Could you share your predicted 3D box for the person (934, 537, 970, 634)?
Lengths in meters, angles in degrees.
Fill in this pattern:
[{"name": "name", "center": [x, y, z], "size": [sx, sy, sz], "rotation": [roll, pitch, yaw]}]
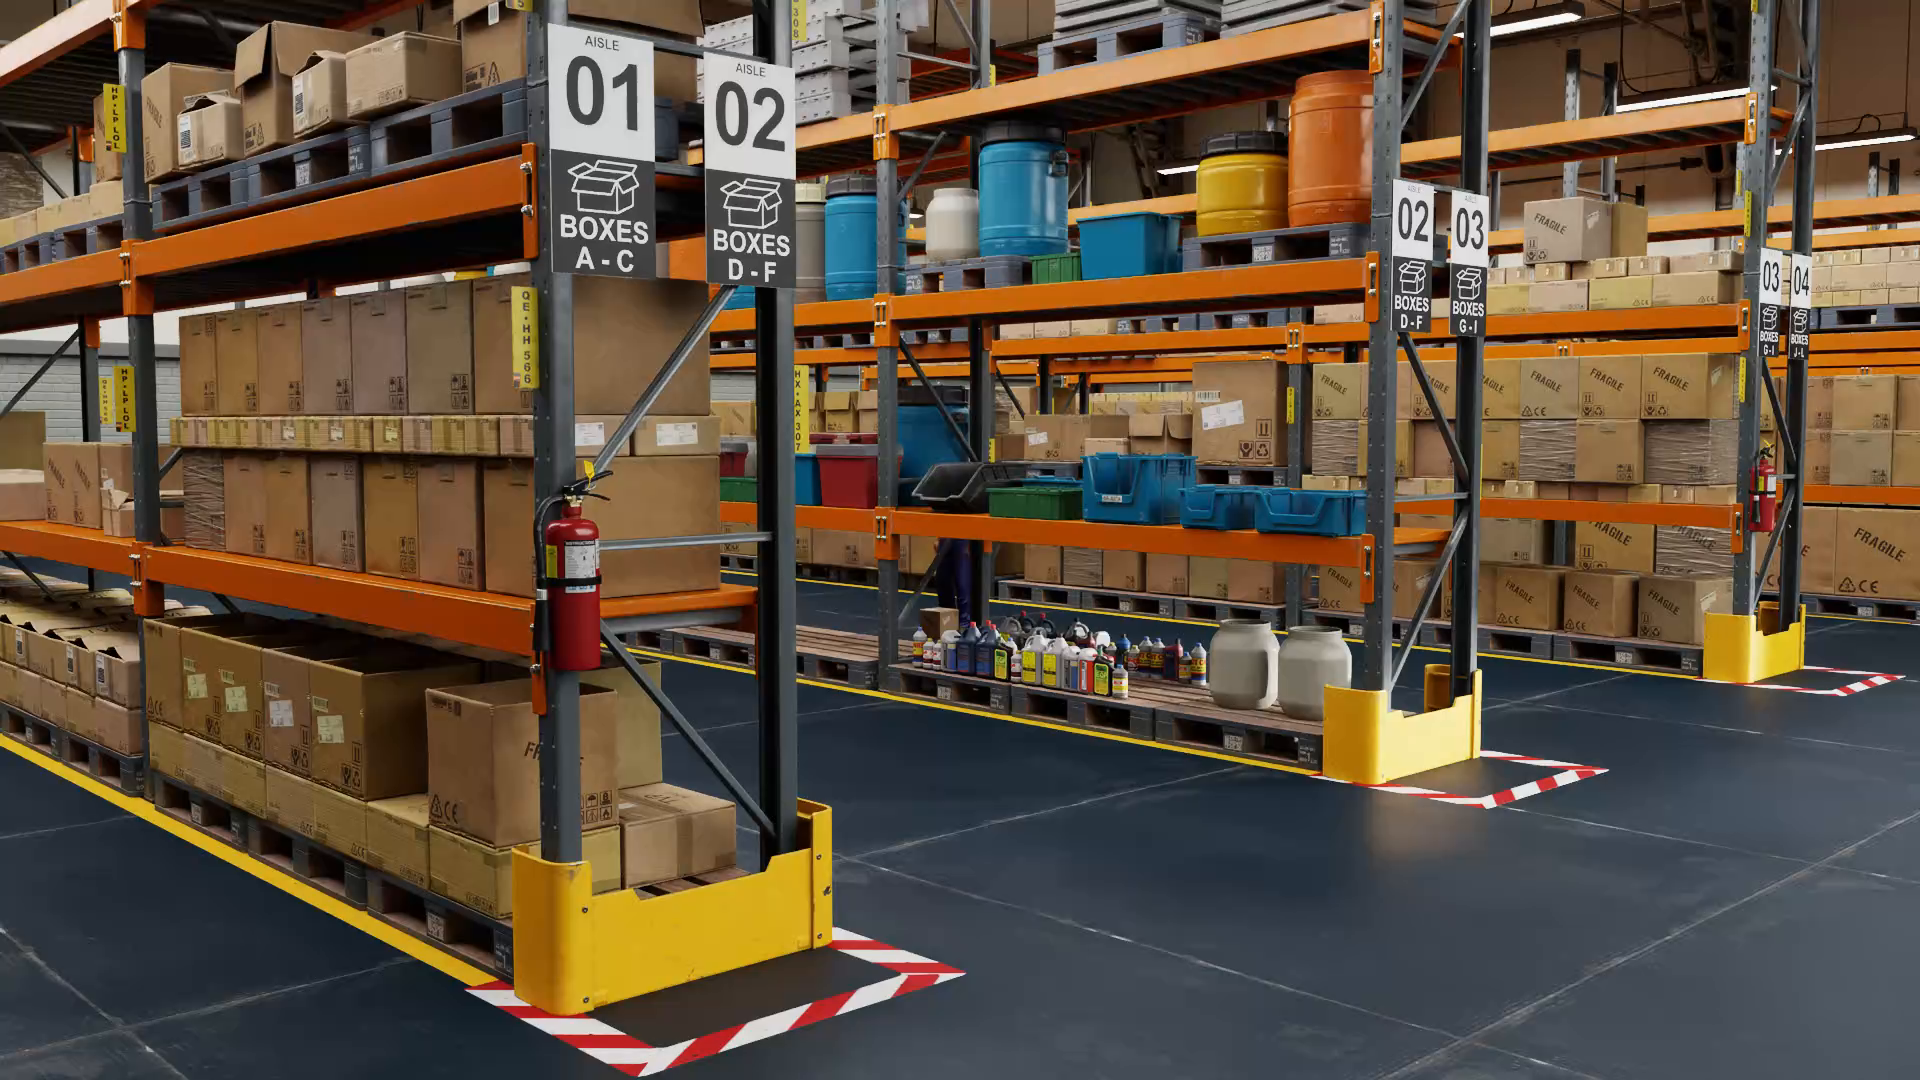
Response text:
[{"name": "person", "center": [-0.037, 0.038, 15.049], "size": [0.413, 1.652, 0.538], "rotation": [-4, 6, -43]}]
